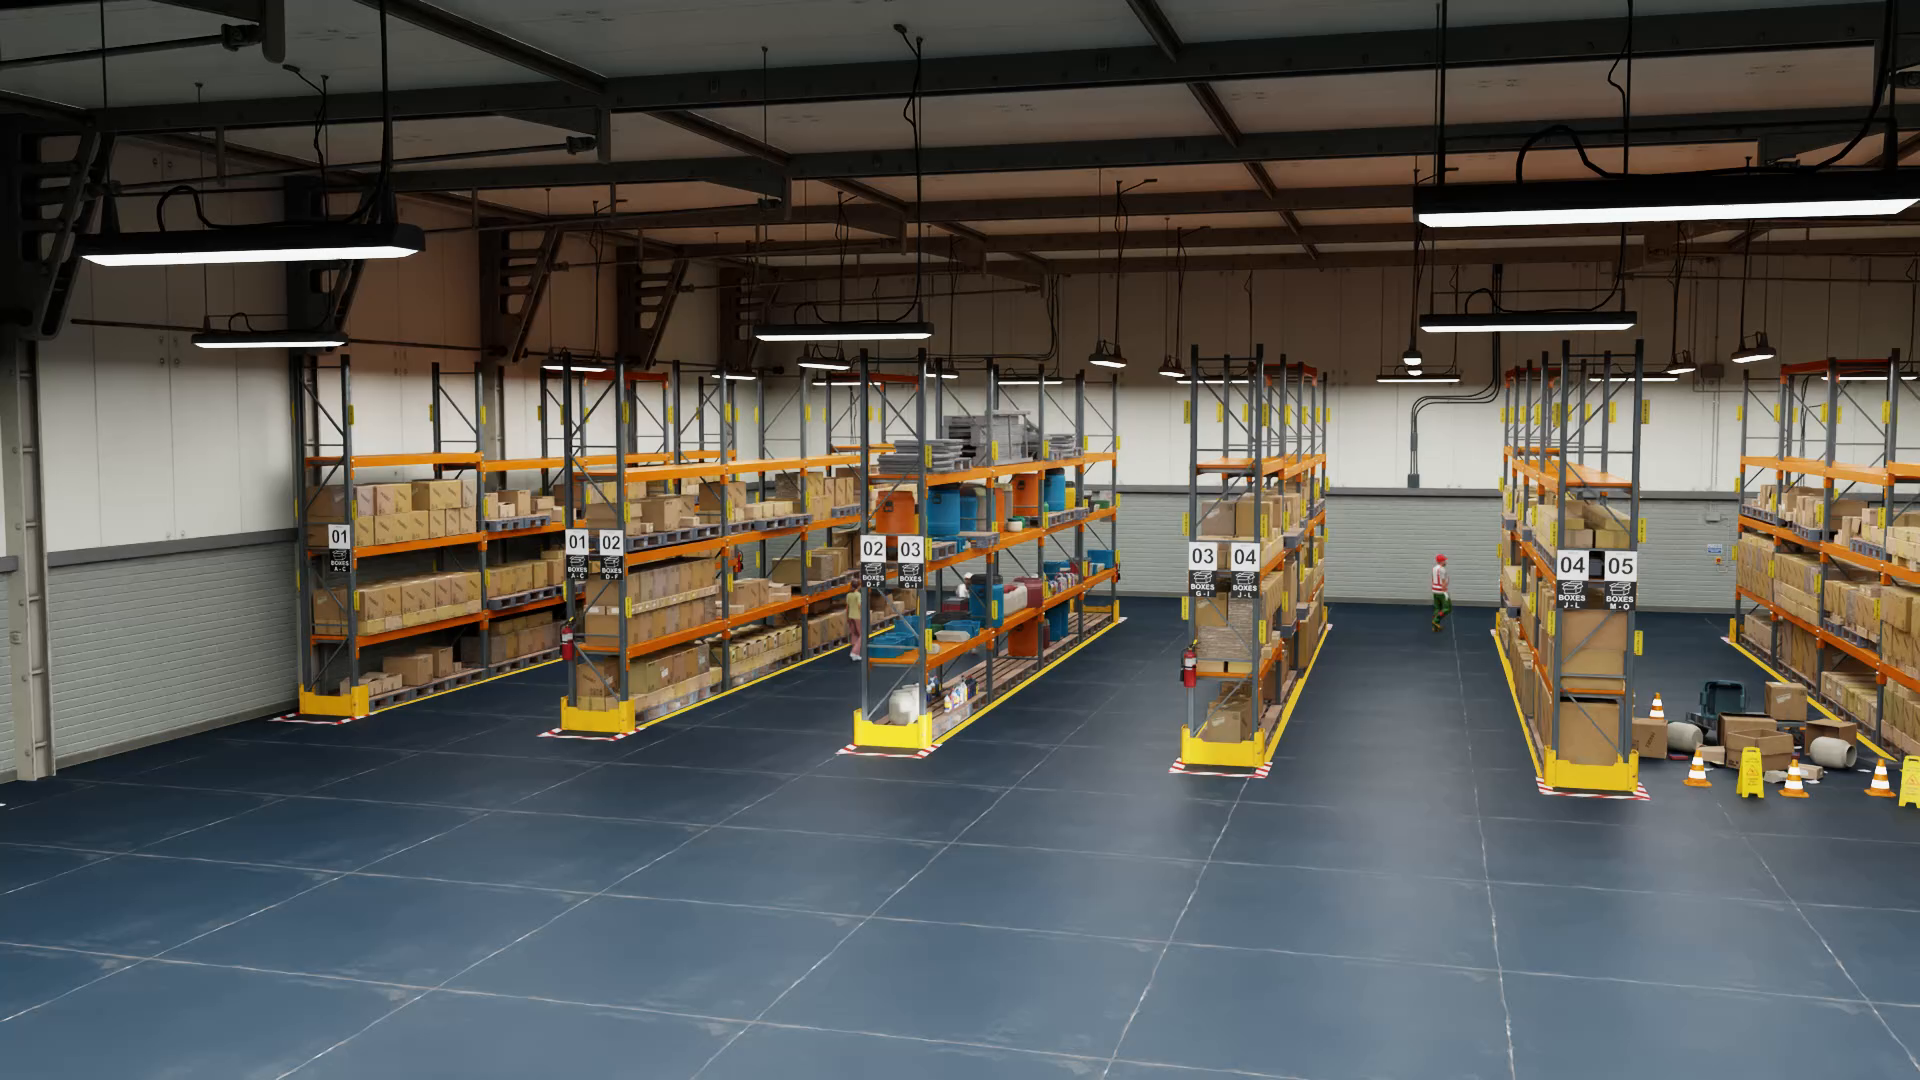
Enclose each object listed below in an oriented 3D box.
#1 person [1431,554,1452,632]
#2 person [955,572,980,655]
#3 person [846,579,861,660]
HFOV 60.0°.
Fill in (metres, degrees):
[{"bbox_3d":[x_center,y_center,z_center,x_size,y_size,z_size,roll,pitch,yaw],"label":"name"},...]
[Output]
[{"bbox_3d":[11.052,1.224,38.357,0.485,1.789,0.590,-1,4,-12],"label":"person"},{"bbox_3d":[0.175,1.551,34.735,0.740,1.766,0.749,2,5,19],"label":"person"},{"bbox_3d":[-2.138,1.633,33.893,0.501,1.668,0.507,4,6,41],"label":"person"}]
